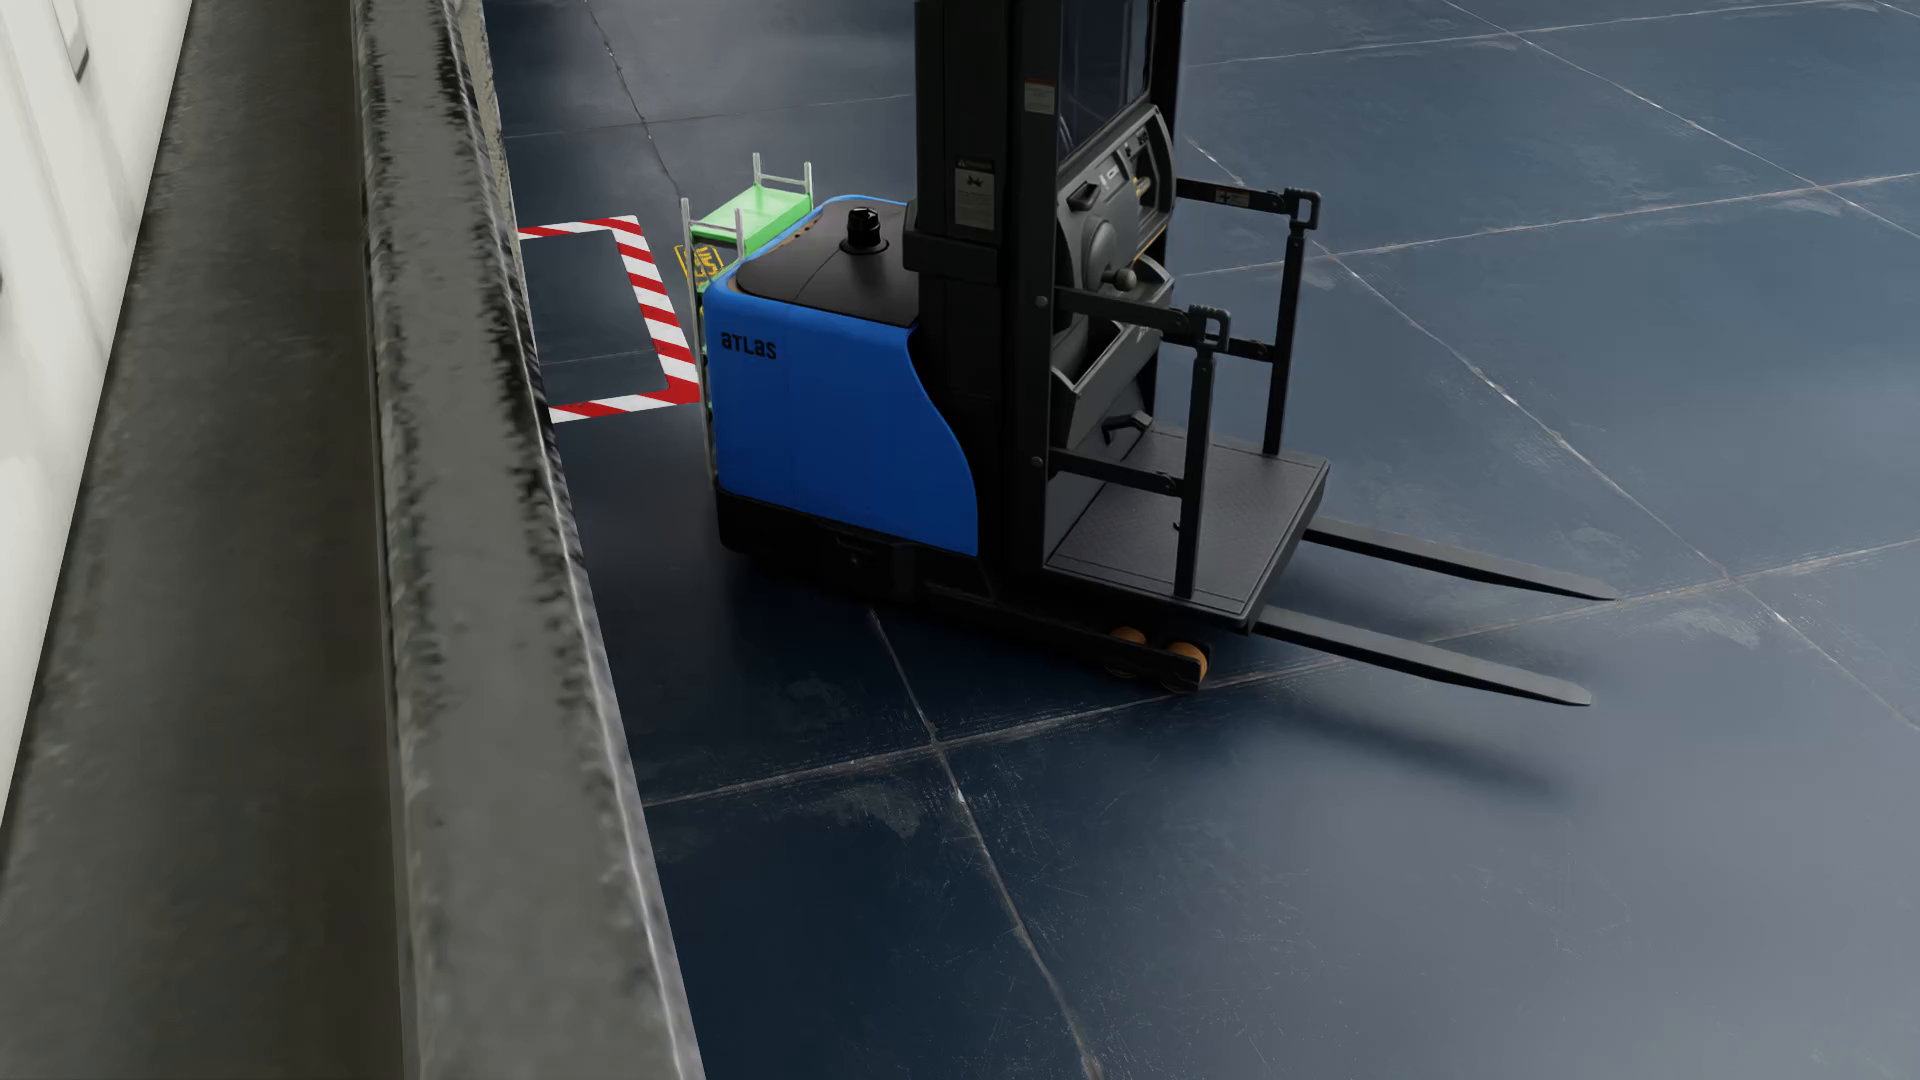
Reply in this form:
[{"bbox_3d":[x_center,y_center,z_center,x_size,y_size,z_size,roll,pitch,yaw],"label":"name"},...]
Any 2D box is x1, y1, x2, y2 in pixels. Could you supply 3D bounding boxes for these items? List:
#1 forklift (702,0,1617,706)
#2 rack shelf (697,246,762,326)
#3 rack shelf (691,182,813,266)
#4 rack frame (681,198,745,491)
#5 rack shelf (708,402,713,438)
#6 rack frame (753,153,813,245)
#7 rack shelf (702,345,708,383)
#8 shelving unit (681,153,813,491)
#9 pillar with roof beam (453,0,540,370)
[{"bbox_3d":[0.680,-1.056,5.143,3.031,2.935,1.130,14,36,21],"label":"forklift"},{"bbox_3d":[-0.765,-0.941,6.219,0.258,0.148,0.480,14,36,21],"label":"rack shelf"},{"bbox_3d":[-0.766,-1.141,6.087,0.258,0.148,0.480,14,36,21],"label":"rack shelf"},{"bbox_3d":[-0.868,-0.672,6.132,0.240,1.200,0.015,14,36,21],"label":"rack frame"},{"bbox_3d":[-0.765,-0.540,6.484,0.258,0.148,0.480,14,36,21],"label":"rack shelf"},{"bbox_3d":[-0.662,-0.916,6.501,0.240,1.200,0.015,14,36,21],"label":"rack frame"},{"bbox_3d":[-0.765,-0.741,6.352,0.258,0.148,0.480,14,36,21],"label":"rack shelf"},{"bbox_3d":[-0.765,-0.794,6.316,0.258,1.200,0.503,14,36,21],"label":"shelving unit"},{"bbox_3d":[2.897,-3.635,3.543,9.100,9.000,0.400,-10,35,-15],"label":"pillar with roof beam"}]
